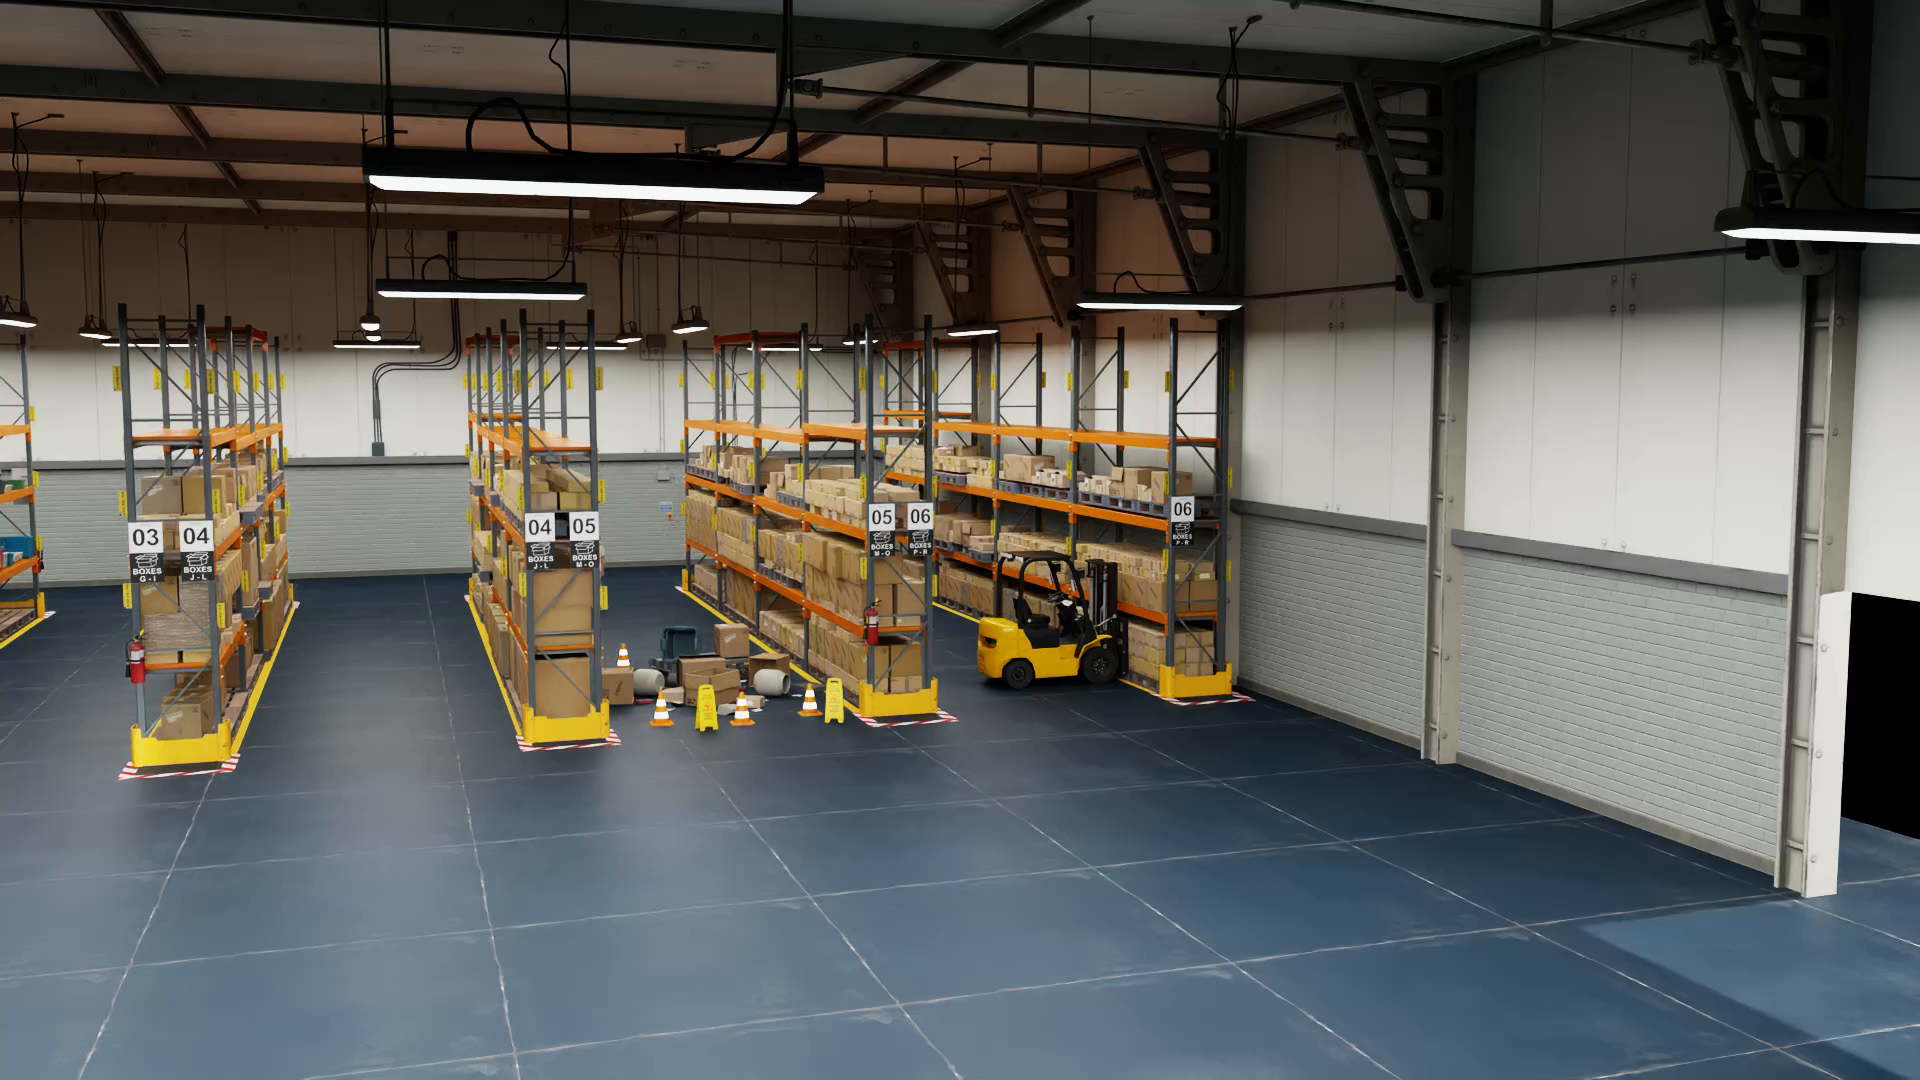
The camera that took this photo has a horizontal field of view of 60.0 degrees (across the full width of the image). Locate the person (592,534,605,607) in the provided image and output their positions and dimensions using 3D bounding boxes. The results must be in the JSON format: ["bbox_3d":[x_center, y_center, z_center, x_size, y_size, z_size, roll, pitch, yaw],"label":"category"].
[{"bbox_3d":[-8.103,0.664,36.894,0.486,1.670,0.464,-2,6,-22],"label":"person"}]
